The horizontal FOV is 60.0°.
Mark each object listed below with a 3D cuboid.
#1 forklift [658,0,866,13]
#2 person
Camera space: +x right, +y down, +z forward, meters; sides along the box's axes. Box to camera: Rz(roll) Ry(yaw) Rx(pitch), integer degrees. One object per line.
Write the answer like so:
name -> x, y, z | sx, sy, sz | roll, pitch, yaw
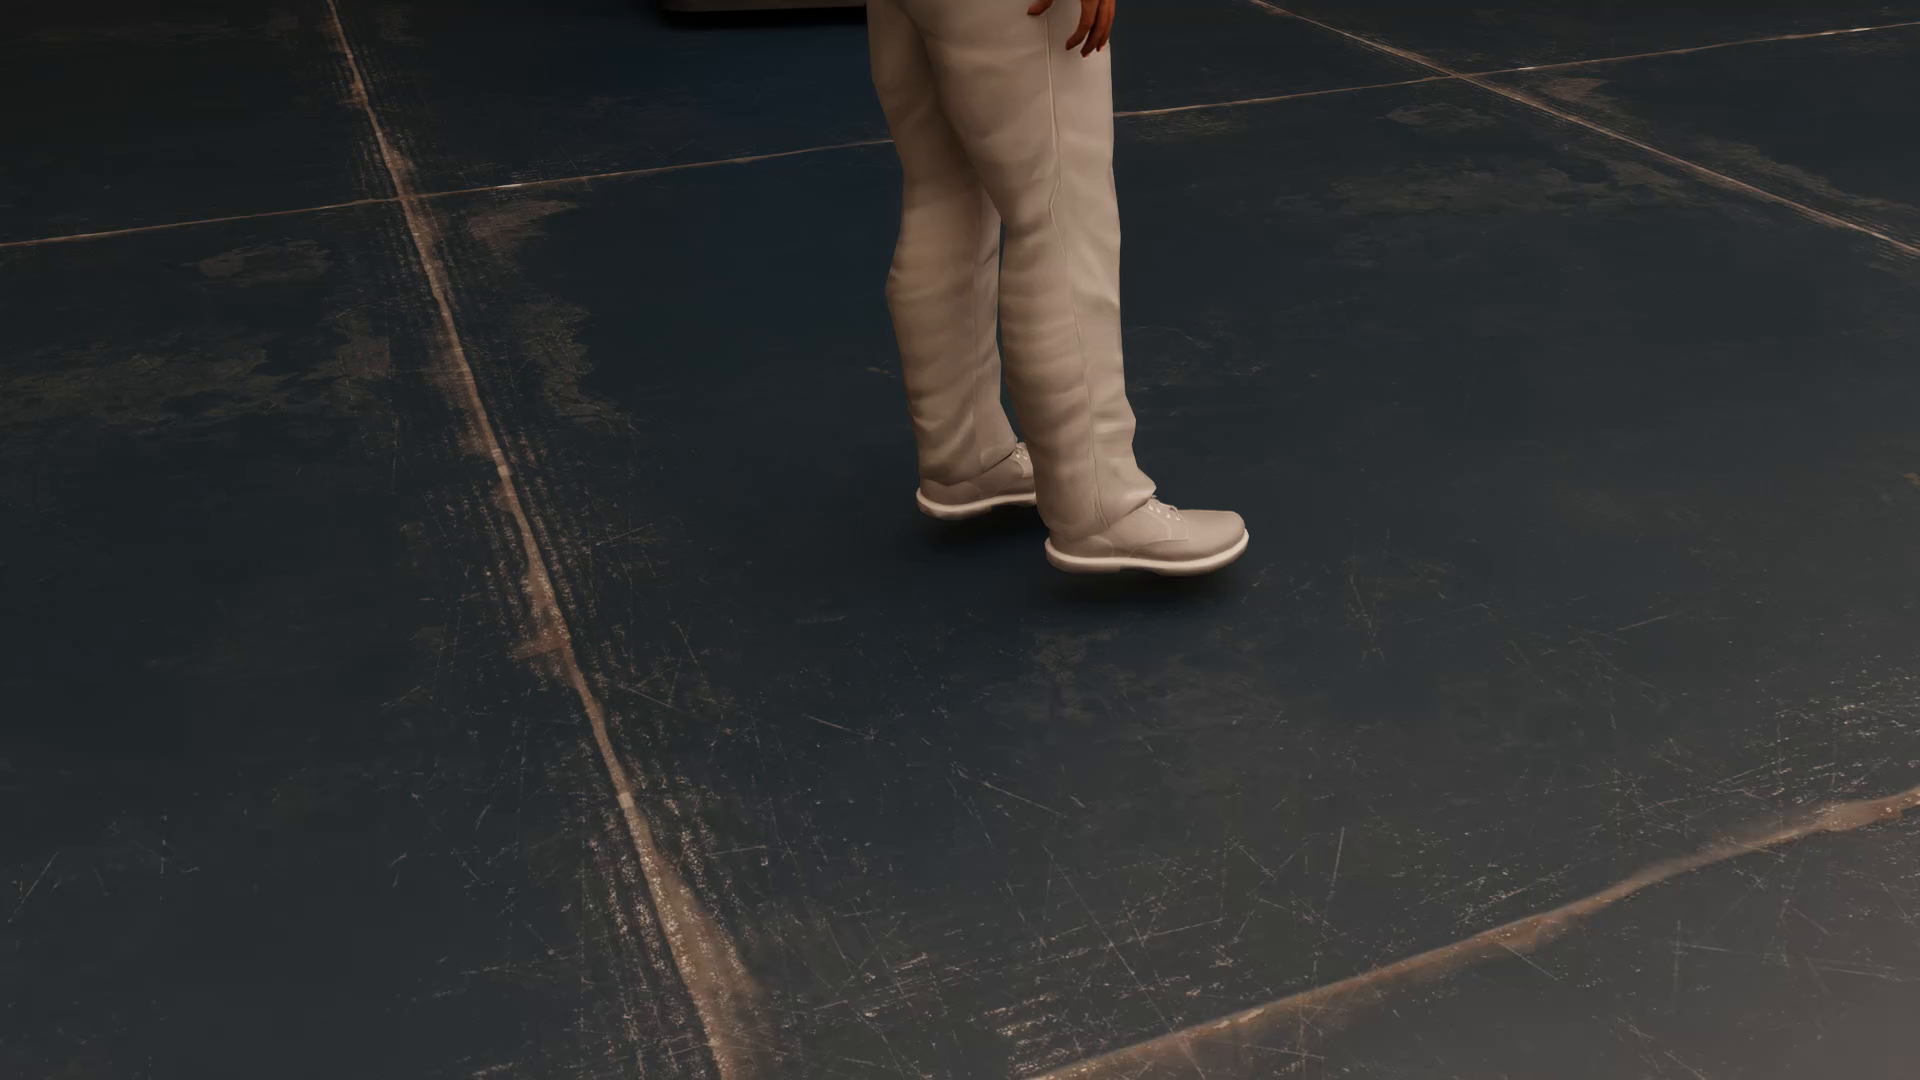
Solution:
forklift -> -0.662, -3.670, 5.981 | 1.130, 2.935, 3.031 | -4, 30, -7
person -> 0.077, -0.783, 2.066 | 0.528, 1.695, 0.569 | -11, 32, -19
